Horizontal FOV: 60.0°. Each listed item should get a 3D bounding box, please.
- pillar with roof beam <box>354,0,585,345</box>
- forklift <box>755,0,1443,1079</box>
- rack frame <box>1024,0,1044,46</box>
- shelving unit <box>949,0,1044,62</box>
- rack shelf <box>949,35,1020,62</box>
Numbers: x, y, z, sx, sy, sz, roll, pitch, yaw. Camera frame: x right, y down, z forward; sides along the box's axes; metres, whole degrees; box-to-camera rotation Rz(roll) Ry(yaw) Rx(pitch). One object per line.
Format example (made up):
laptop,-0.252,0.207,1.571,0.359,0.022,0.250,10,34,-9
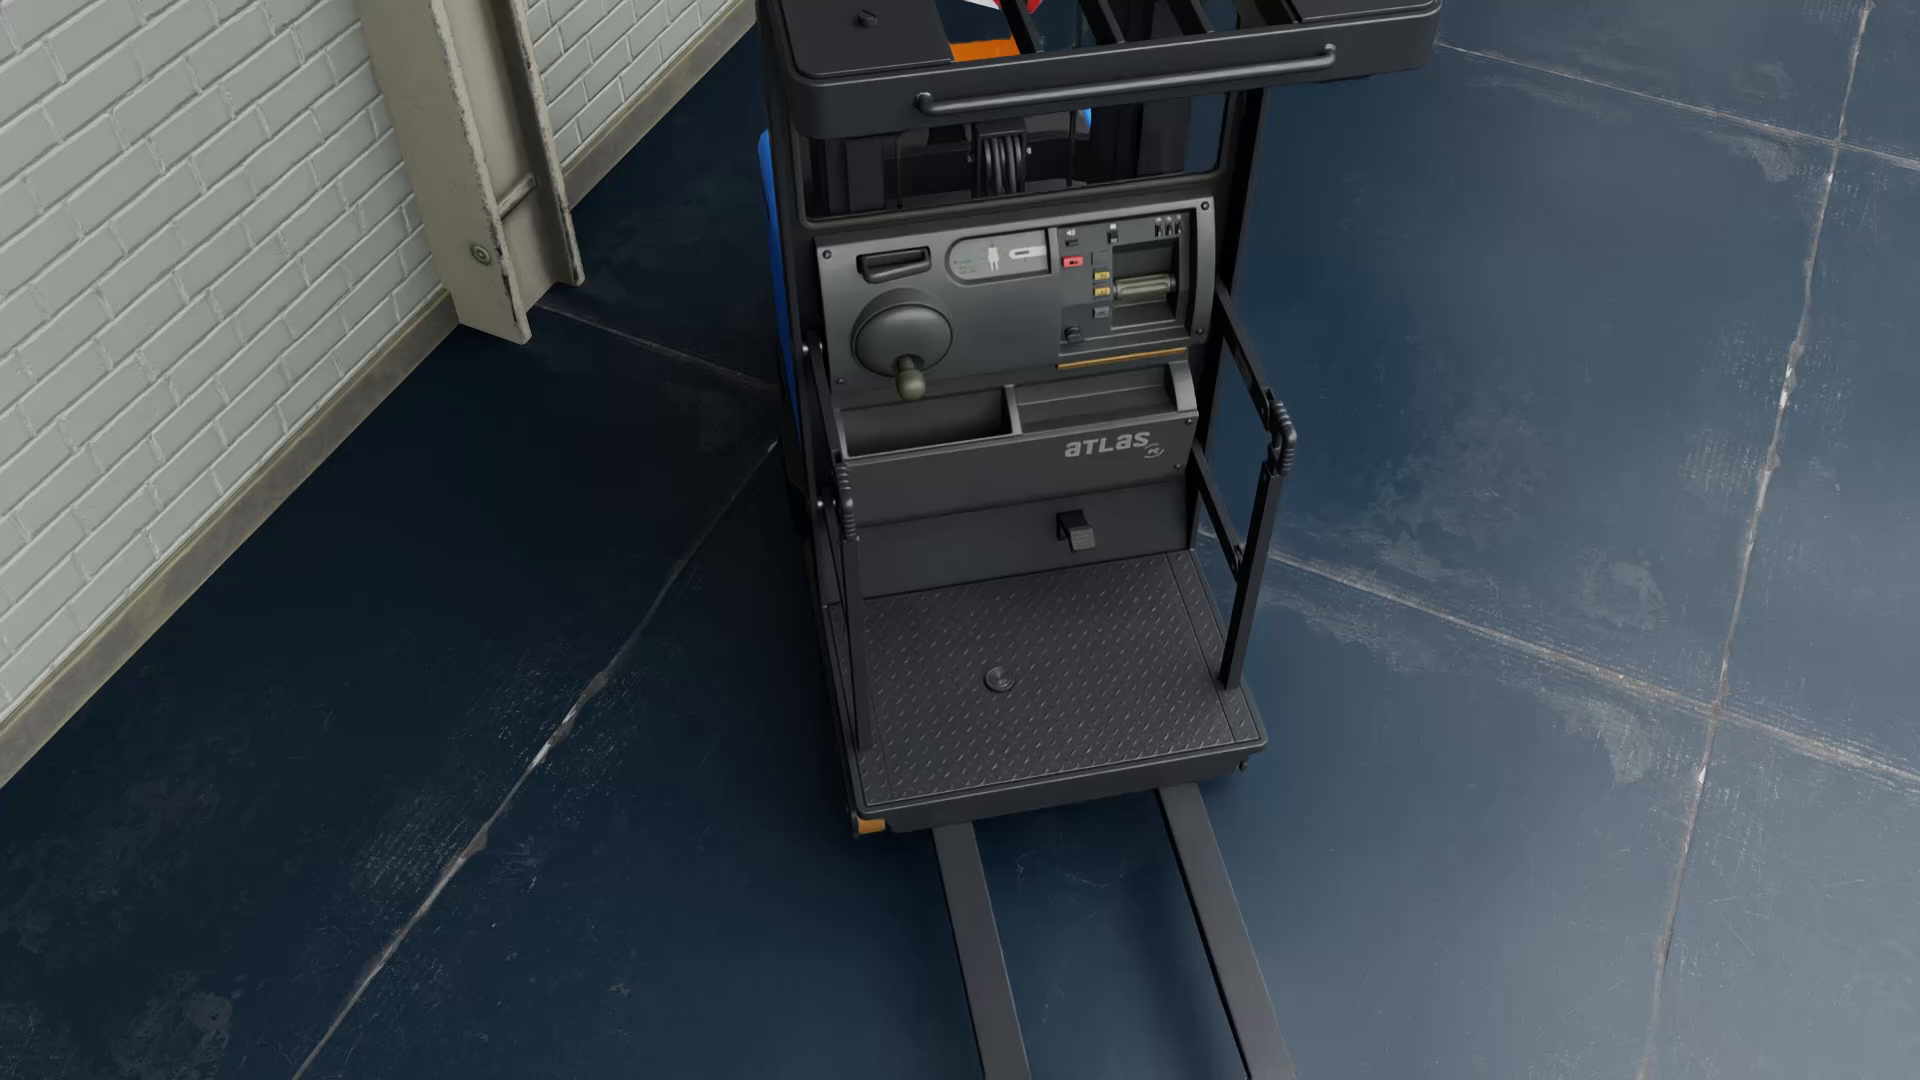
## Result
pillar with roof beam,2.307,-2.386,1.371,9.100,9.000,0.400,20,52,16
forklift,0.183,-0.462,3.719,1.130,2.935,3.031,-9,50,-7
rack frame,0.219,-1.199,5.482,0.015,1.200,0.240,-9,50,-7
shelving unit,-0.020,-1.162,5.451,0.503,1.200,0.258,-9,50,-7
rack shelf,-0.020,-1.417,5.152,0.480,0.148,0.258,-9,50,-7
